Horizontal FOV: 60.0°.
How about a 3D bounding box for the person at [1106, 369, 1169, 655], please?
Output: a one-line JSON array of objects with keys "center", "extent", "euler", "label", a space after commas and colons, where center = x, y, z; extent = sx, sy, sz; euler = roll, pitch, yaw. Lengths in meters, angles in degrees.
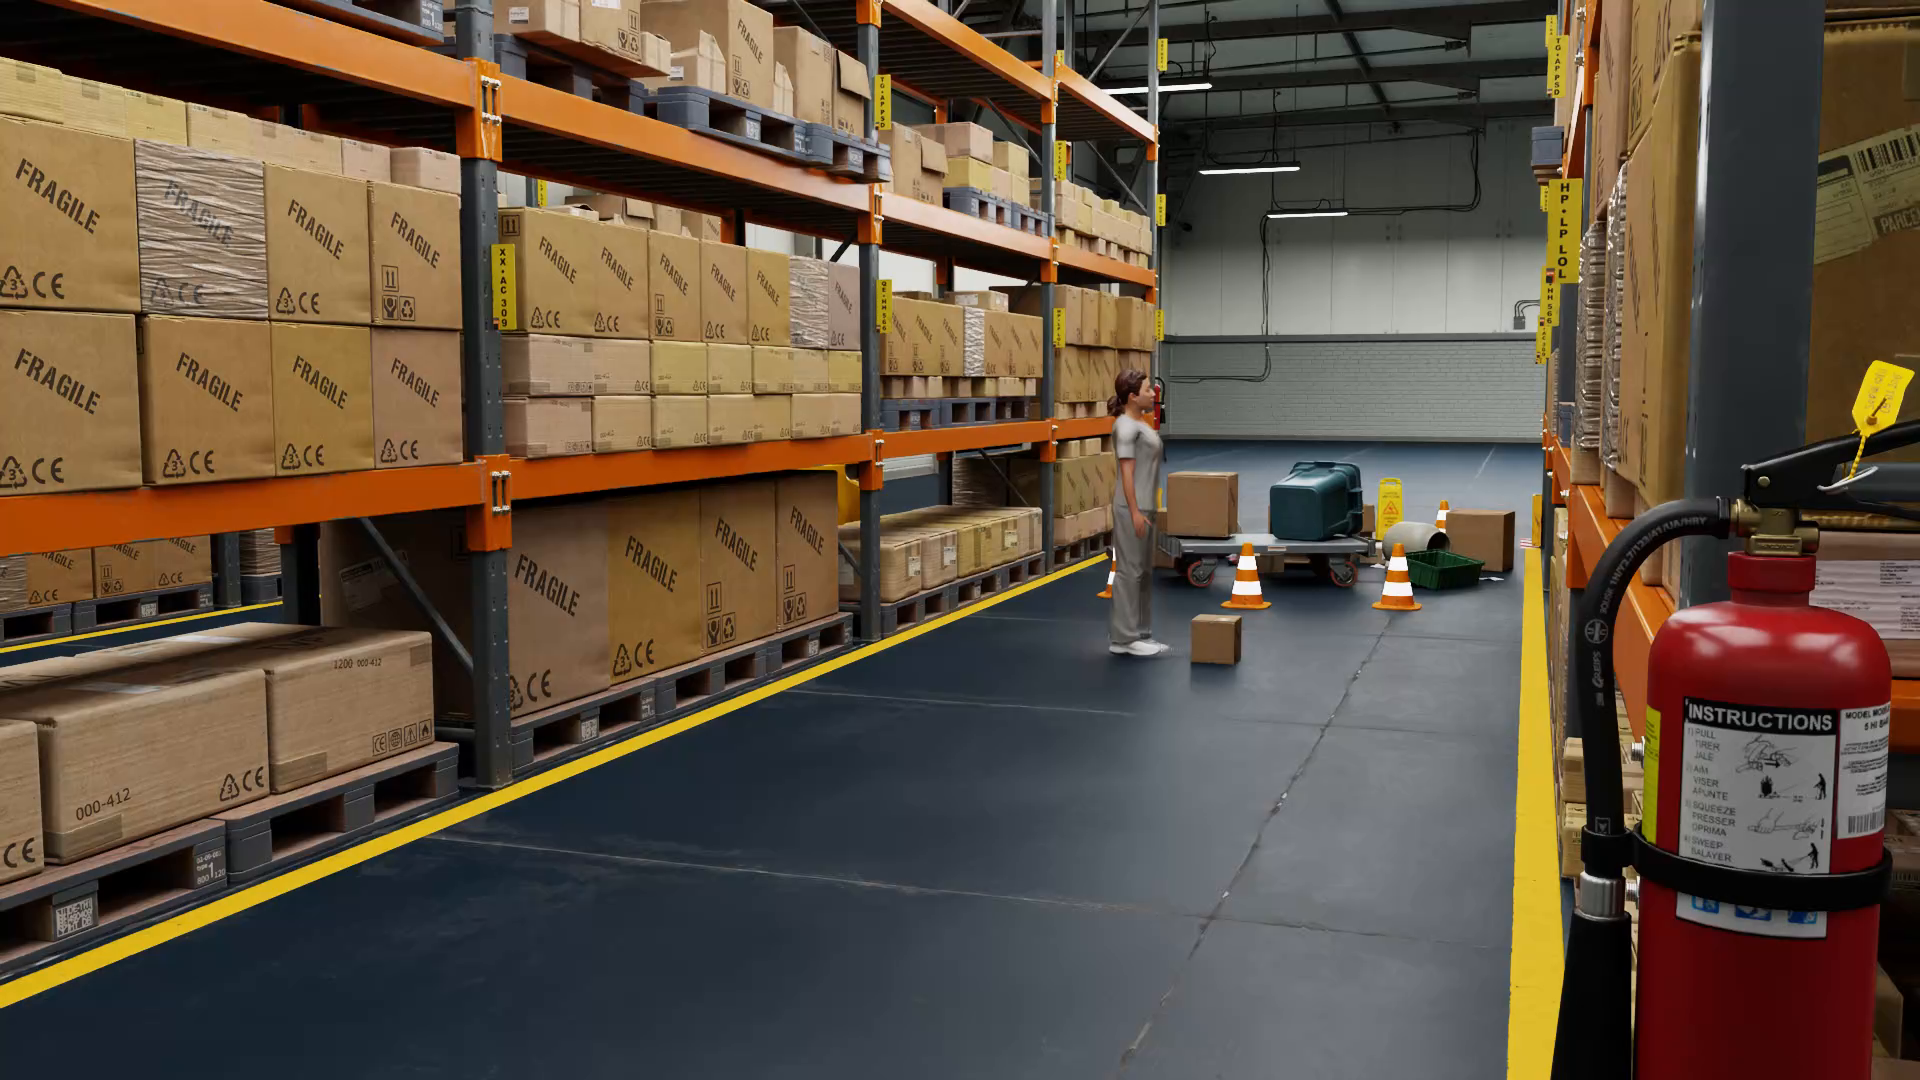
[{"center": [1.033, -0.048, 9.797], "extent": [0.351, 1.493, 0.473], "euler": [2, 6, 19], "label": "person"}]
